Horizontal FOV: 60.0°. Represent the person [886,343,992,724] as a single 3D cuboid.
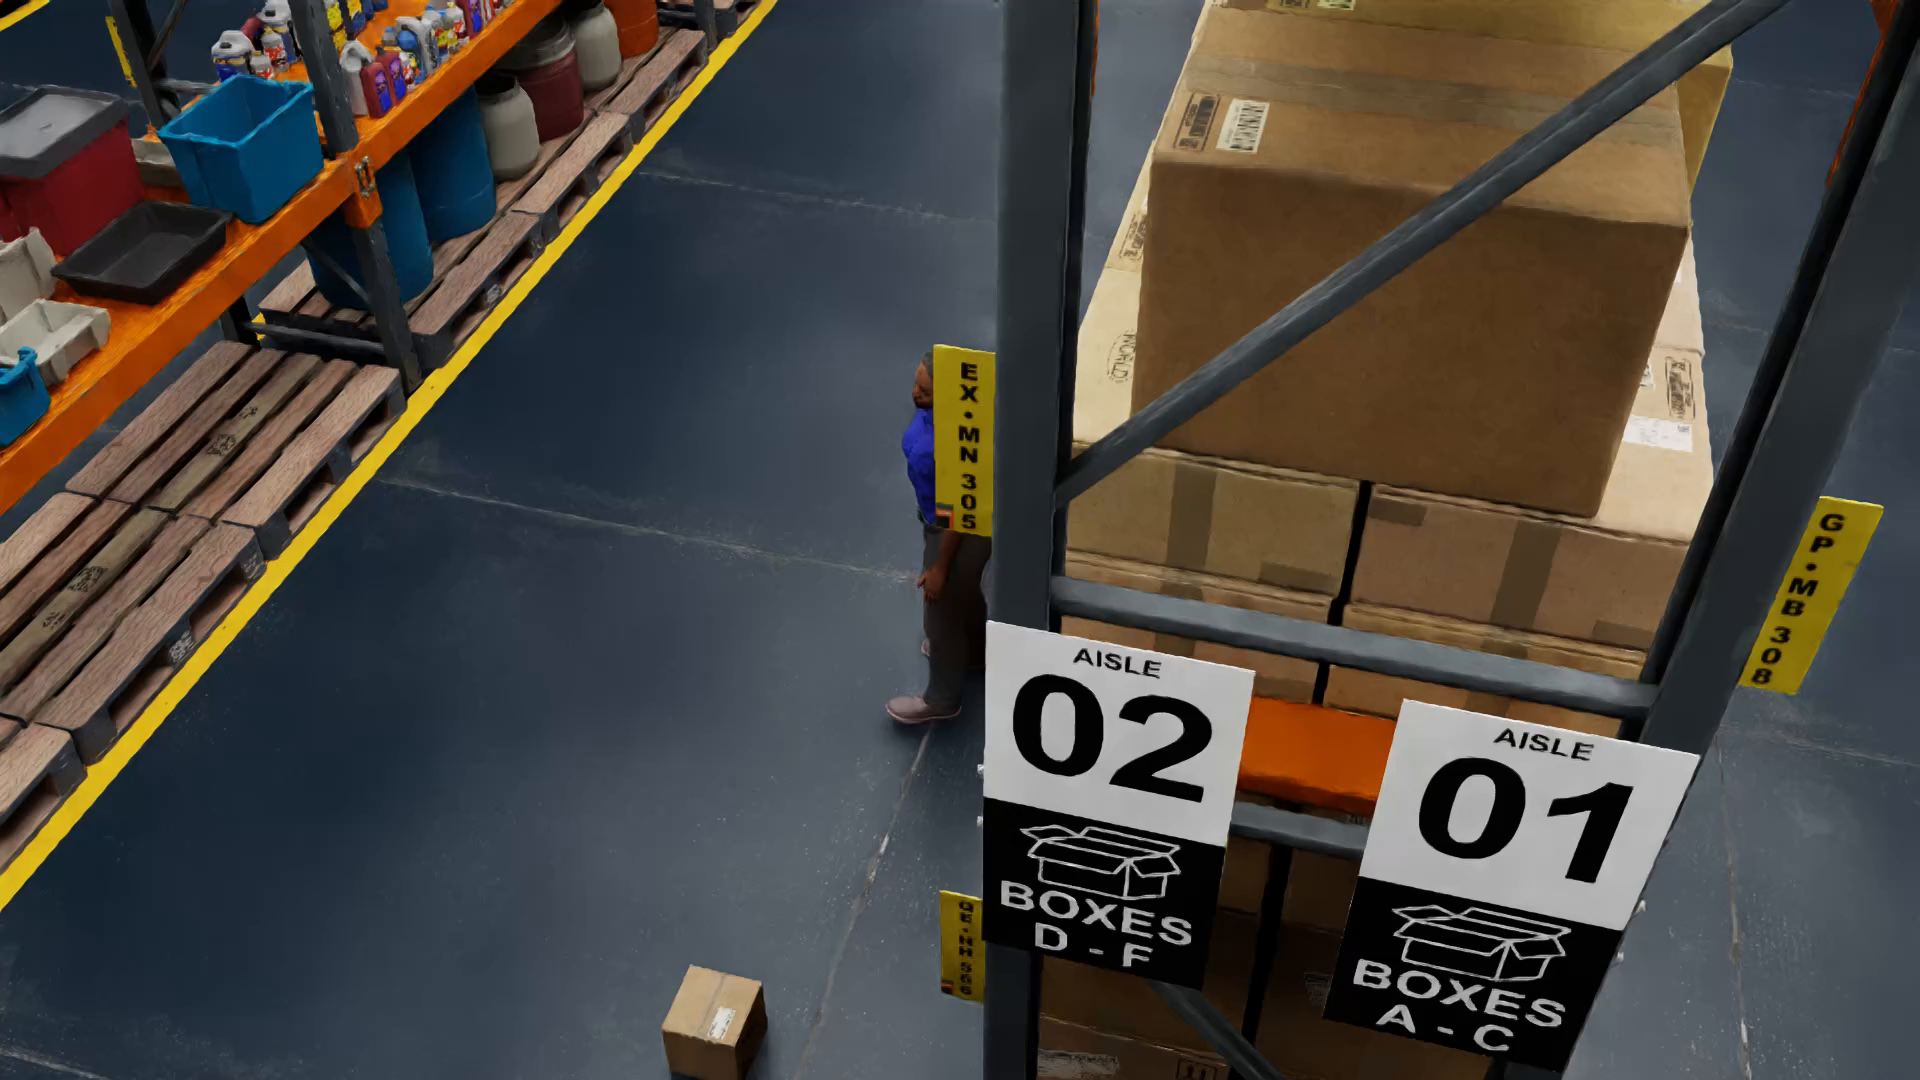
[{"bbox_3d":[-0.090,-0.028,6.155,0.437,1.666,0.535,-4,41,-5],"label":"person"}]
